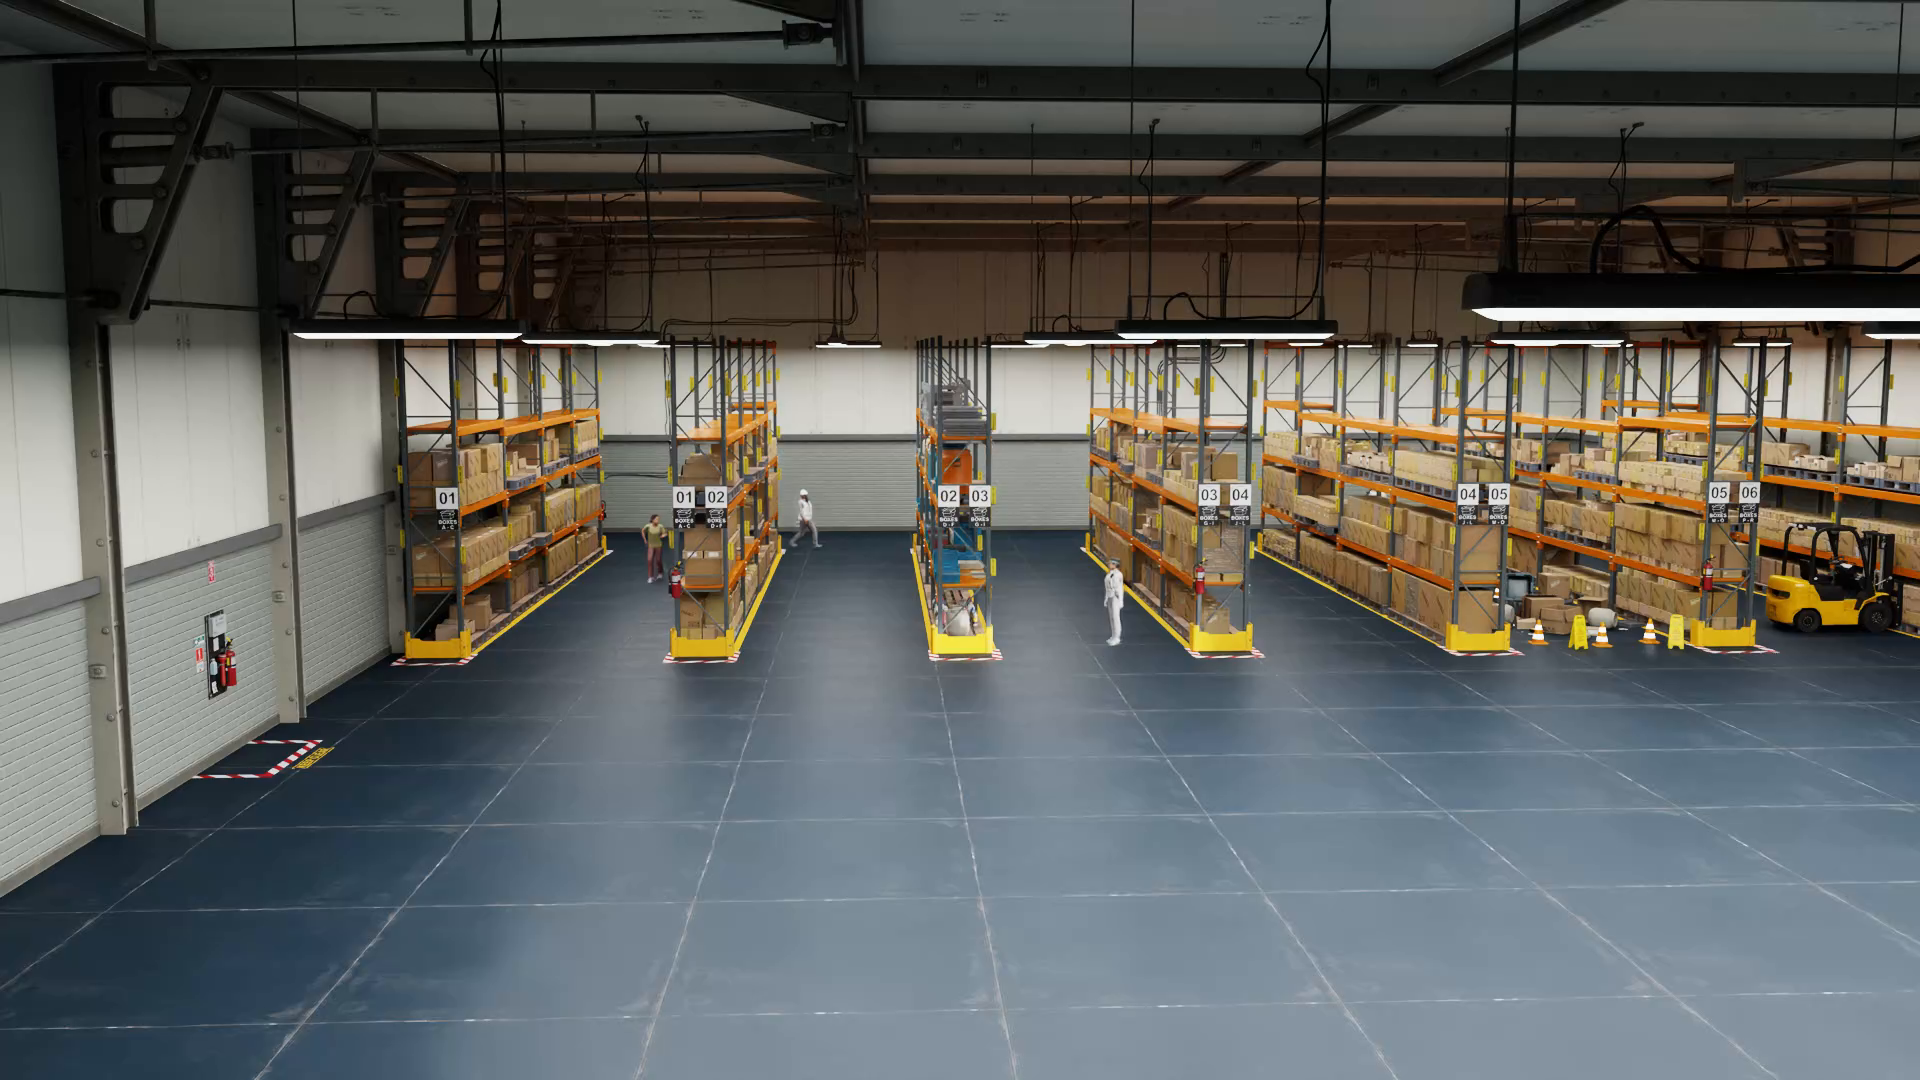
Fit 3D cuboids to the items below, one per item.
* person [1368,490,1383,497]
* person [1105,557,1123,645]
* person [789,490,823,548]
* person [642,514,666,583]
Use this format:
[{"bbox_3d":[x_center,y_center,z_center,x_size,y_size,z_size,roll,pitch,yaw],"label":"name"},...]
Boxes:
[{"bbox_3d":[12.630,-0.937,50.928,0.537,1.802,0.559,-3,7,-23],"label":"person"},{"bbox_3d":[3.001,1.180,32.690,0.416,1.699,0.587,-2,7,-20],"label":"person"},{"bbox_3d":[-4.483,-0.604,48.208,0.966,1.723,0.640,2,7,19],"label":"person"},{"bbox_3d":[-7.628,0.198,41.430,0.604,1.705,0.833,0,6,2],"label":"person"}]
